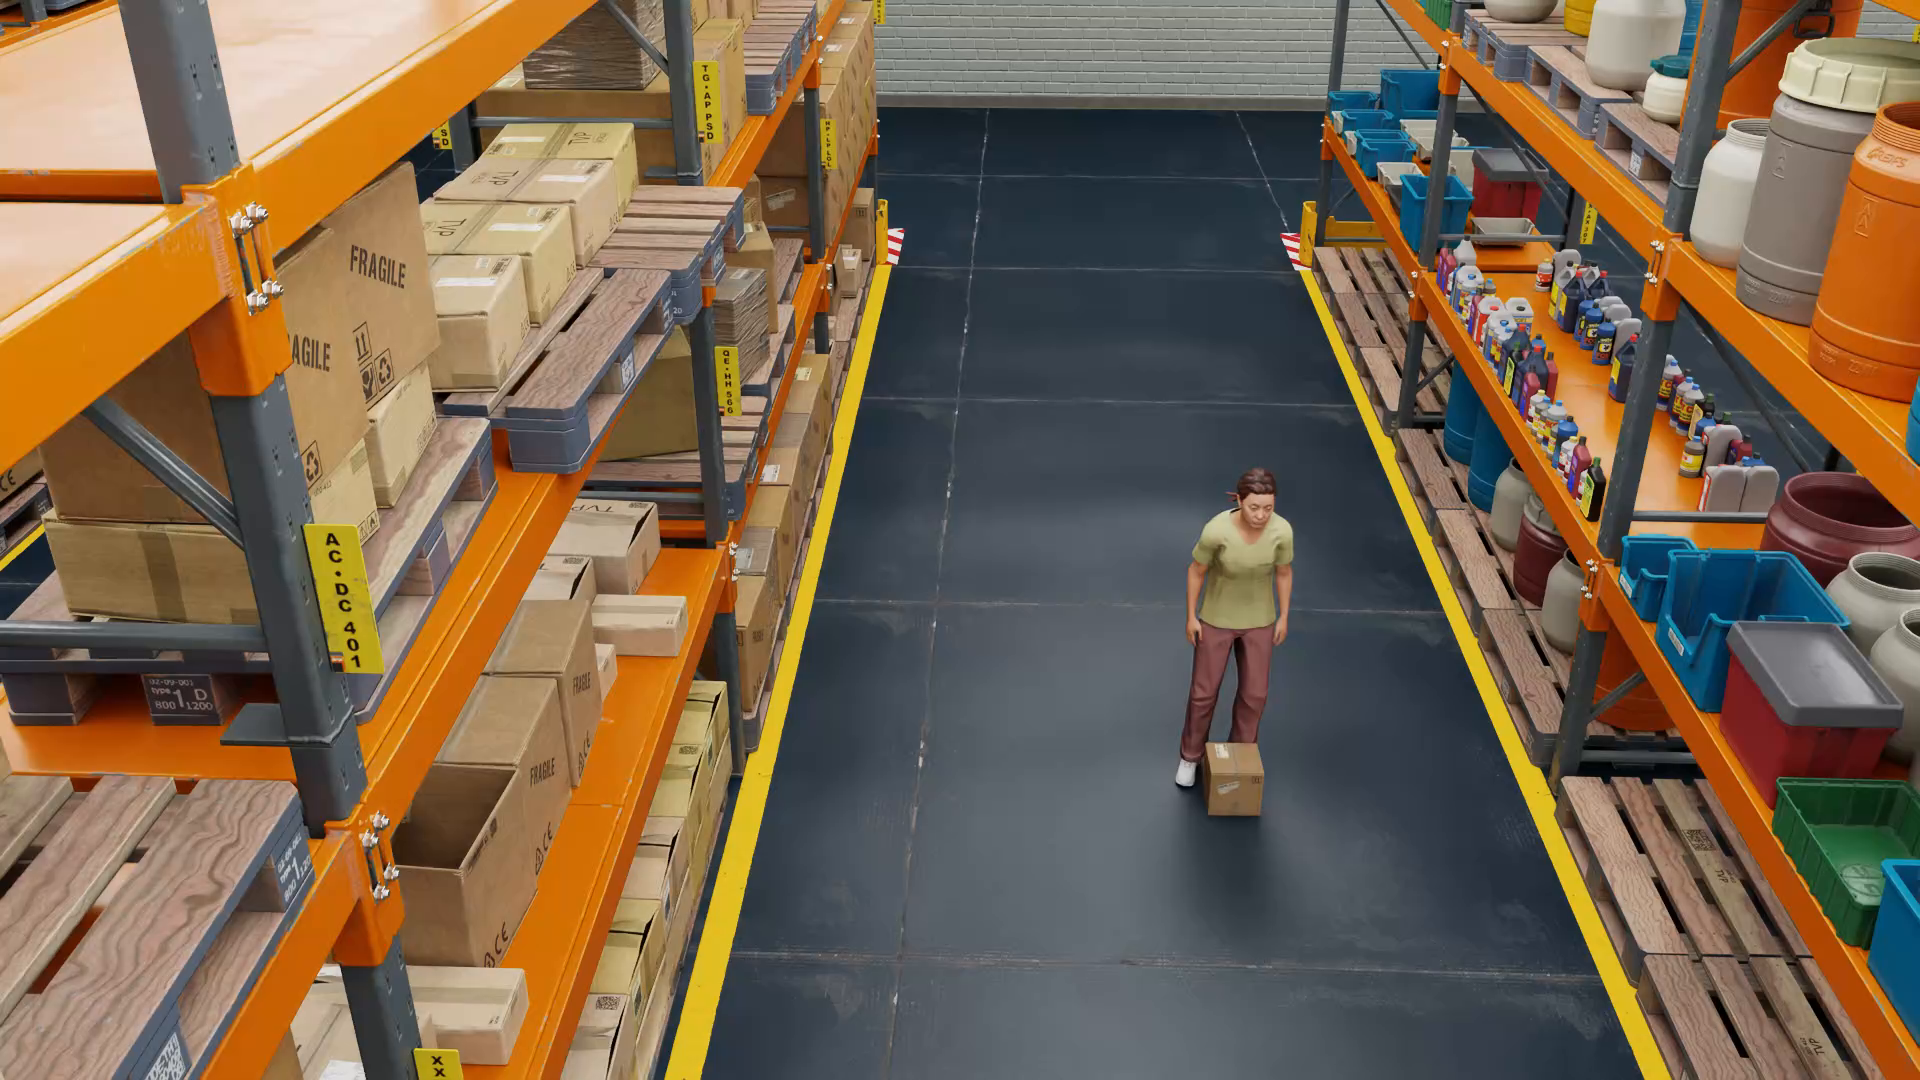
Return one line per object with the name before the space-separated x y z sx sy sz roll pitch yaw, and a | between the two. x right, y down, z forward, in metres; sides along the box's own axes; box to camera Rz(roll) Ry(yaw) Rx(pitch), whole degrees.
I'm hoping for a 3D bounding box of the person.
person | 1.312 0.416 7.844 0.513 1.671 0.416 -1 28 -1
